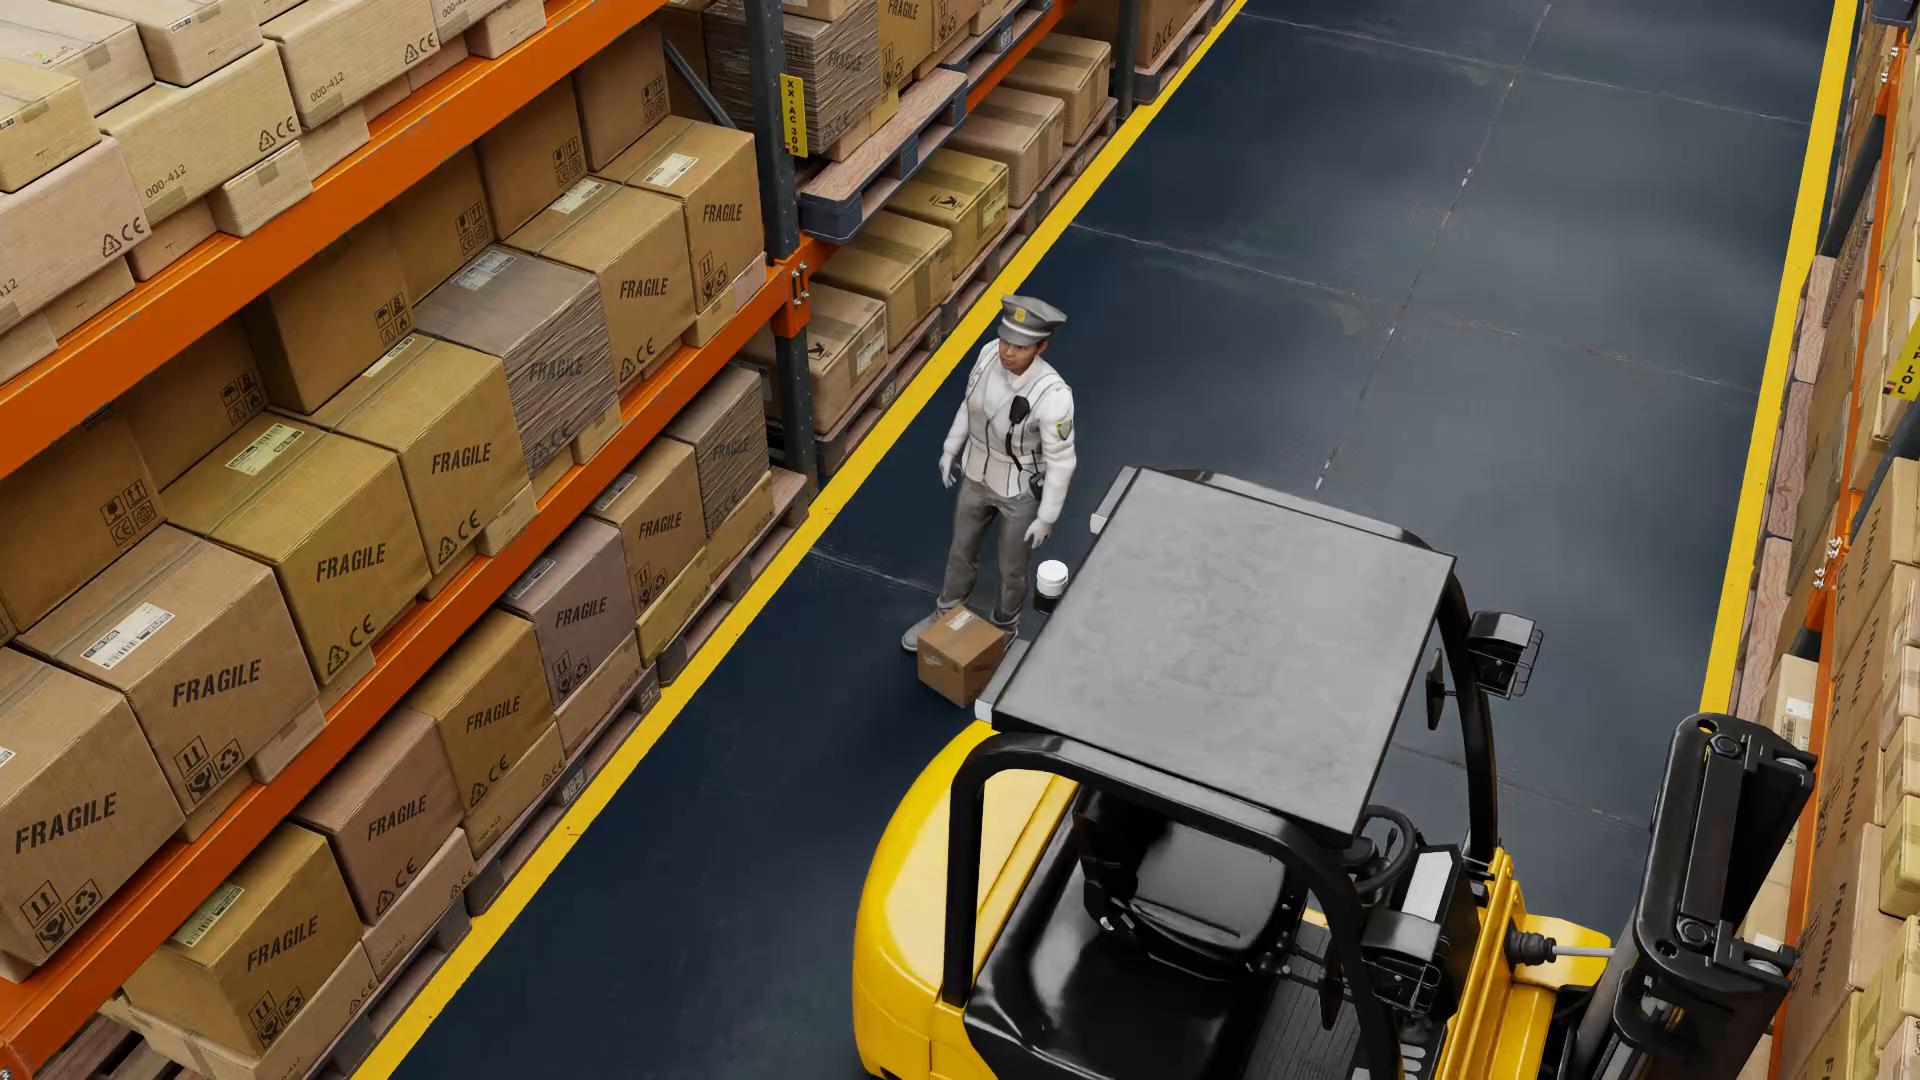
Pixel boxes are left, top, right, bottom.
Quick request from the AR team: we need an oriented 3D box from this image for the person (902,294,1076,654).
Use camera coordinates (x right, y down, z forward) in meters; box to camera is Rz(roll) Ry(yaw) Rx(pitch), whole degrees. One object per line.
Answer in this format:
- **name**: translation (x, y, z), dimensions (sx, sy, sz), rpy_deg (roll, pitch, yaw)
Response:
- **person**: translation (0.125, -0.186, 6.328), dimensions (0.586, 1.694, 0.530), rpy_deg (33, 52, 31)
